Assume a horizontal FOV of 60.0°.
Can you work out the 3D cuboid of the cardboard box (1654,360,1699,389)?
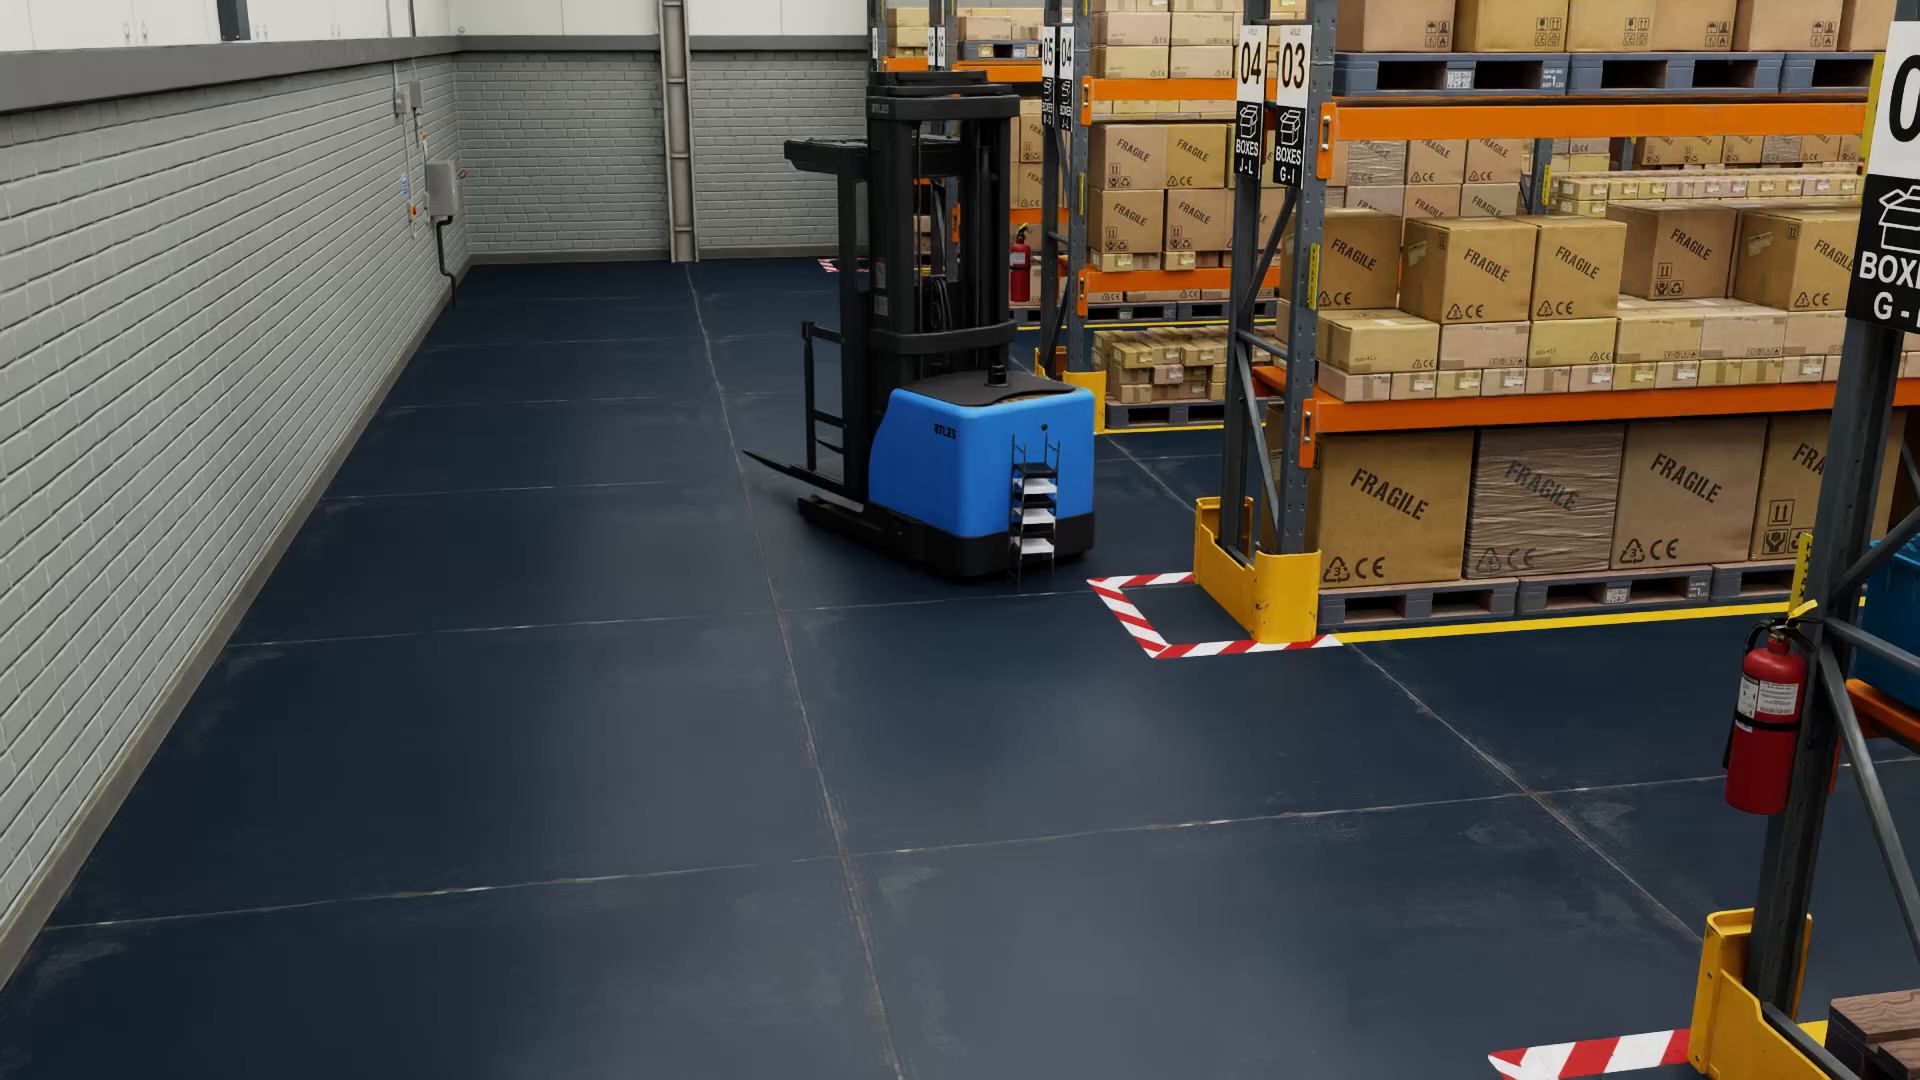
[{"bbox_3d":[3.873,-0.952,9.231,0.250,0.149,0.380,-3,17,-10],"label":"cardboard box"}]

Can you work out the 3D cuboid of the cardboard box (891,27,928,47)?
[{"bbox_3d":[-0.643,-6.784,22.431,0.500,0.250,0.500,-3,17,-11],"label":"cardboard box"}]

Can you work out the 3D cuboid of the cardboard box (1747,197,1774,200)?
[{"bbox_3d":[6.790,-2.905,14.366,0.250,0.149,0.380,-4,17,-12],"label":"cardboard box"}]

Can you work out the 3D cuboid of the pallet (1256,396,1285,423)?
[{"bbox_3d":[2.927,-1.255,14.539,1.213,0.211,1.003,-3,17,-10],"label":"pallet"}]

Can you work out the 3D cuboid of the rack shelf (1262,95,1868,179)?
[{"bbox_3d":[3.658,-2.248,9.138,4.000,0.370,1.077,-3,17,-10],"label":"rack shelf"}]

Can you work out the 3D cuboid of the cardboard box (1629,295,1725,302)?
[{"bbox_3d":[4.114,-1.332,9.790,0.500,0.250,0.500,-3,17,-9],"label":"cardboard box"}]

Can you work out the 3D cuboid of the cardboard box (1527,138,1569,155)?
[{"bbox_3d":[6.709,-4.739,19.260,0.500,0.500,0.500,-3,17,-9],"label":"cardboard box"}]

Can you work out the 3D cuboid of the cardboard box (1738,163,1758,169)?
[{"bbox_3d":[9.351,-4.474,19.983,0.250,0.149,0.380,-3,17,-8],"label":"cardboard box"}]

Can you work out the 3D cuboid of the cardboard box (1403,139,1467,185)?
[{"bbox_3d":[3.864,-3.238,13.866,0.500,0.500,0.500,-4,17,-12],"label":"cardboard box"}]

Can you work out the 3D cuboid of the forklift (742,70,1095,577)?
[{"bbox_3d":[-0.436,-1.553,10.877,1.130,2.935,3.031,-12,21,-34],"label":"forklift"}]

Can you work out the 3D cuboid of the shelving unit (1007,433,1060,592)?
[{"bbox_3d":[0.427,-0.162,9.771,0.210,0.900,0.258,-3,17,-16],"label":"shelving unit"}]

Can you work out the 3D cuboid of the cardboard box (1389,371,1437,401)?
[{"bbox_3d":[2.358,-0.866,8.949,0.250,0.149,0.380,-4,17,-11],"label":"cardboard box"}]

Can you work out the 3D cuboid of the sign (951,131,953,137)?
[{"bbox_3d":[-0.086,-4.195,17.750,0.005,0.325,0.100,-3,17,-10],"label":"sign"}]

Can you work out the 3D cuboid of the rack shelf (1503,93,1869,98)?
[{"bbox_3d":[6.744,-3.906,14.537,4.000,0.370,1.077,-3,17,-10],"label":"rack shelf"}]

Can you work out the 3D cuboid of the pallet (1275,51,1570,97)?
[{"bbox_3d":[2.421,-2.482,8.827,1.213,0.211,1.003,-3,17,-10],"label":"pallet"}]

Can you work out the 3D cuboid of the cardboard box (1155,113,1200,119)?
[{"bbox_3d":[2.334,-4.489,18.445,0.500,0.500,0.500,-3,17,-10],"label":"cardboard box"}]

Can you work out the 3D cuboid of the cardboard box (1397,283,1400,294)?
[{"bbox_3d":[5.221,-3.421,19.745,0.875,0.875,0.875,-3,17,-9],"label":"cardboard box"}]

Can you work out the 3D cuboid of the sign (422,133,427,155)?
[{"bbox_3d":[-6.165,-4.563,19.154,0.001,0.242,0.339,-3,17,-10],"label":"sign"}]

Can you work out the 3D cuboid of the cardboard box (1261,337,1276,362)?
[{"bbox_3d":[2.720,-1.614,14.086,0.250,0.149,0.380,-3,17,-10],"label":"cardboard box"}]

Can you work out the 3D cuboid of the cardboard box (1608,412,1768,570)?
[{"bbox_3d":[4.075,-0.390,9.878,0.875,0.875,0.875,-3,17,-10],"label":"cardboard box"}]

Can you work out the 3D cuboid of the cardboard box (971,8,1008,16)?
[{"bbox_3d":[0.346,-7.084,22.557,0.500,0.250,0.500,-4,17,-11],"label":"cardboard box"}]

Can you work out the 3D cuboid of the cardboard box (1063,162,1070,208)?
[{"bbox_3d":[1.335,-3.954,18.407,0.500,0.500,0.500,-3,17,-11],"label":"cardboard box"}]

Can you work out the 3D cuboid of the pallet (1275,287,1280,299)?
[{"bbox_3d":[4.485,-2.858,19.757,1.213,0.211,1.003,-3,17,-10],"label":"pallet"}]

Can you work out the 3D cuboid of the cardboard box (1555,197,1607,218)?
[{"bbox_3d":[5.254,-2.817,14.080,0.250,0.149,0.380,-3,17,-10],"label":"cardboard box"}]

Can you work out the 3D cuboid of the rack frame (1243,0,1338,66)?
[{"bbox_3d":[1.695,-3.914,8.229,0.127,3.000,1.000,-3,17,-10],"label":"rack frame"}]

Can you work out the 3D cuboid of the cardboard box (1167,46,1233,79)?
[{"bbox_3d":[1.860,-3.823,13.298,0.500,0.250,0.500,-3,17,-9],"label":"cardboard box"}]

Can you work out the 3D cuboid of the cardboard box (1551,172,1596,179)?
[{"bbox_3d":[5.401,-3.164,14.702,0.250,0.149,0.380,-4,17,-12],"label":"cardboard box"}]

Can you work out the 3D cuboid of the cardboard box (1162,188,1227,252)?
[{"bbox_3d":[1.867,-2.654,13.668,0.500,0.500,0.500,-3,17,-10],"label":"cardboard box"}]

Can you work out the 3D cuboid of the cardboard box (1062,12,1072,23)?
[{"bbox_3d":[1.294,-5.612,18.132,0.500,0.311,0.500,-3,17,-9],"label":"cardboard box"}]

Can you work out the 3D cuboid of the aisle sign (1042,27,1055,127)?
[{"bbox_3d":[0.724,-3.807,13.670,0.004,0.787,0.394,-3,17,-10],"label":"aisle sign"}]

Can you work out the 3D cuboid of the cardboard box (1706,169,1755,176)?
[{"bbox_3d":[6.927,-3.249,14.980,0.250,0.149,0.380,-3,17,-9],"label":"cardboard box"}]

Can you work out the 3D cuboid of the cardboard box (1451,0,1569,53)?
[{"bbox_3d":[2.770,-2.818,8.712,0.500,0.500,0.700,-4,17,-12],"label":"cardboard box"}]

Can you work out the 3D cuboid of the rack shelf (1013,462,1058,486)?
[{"bbox_3d":[0.434,-0.389,9.705,0.200,0.077,0.258,-3,17,-16],"label":"rack shelf"}]

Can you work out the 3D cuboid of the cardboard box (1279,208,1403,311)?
[{"bbox_3d":[2.123,-1.578,9.313,0.500,0.500,0.500,-3,17,-10],"label":"cardboard box"}]

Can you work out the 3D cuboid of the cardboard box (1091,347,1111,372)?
[{"bbox_3d":[1.317,-1.574,14.460,0.250,0.149,0.380,-4,17,-12],"label":"cardboard box"}]

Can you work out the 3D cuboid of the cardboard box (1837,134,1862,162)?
[{"bbox_3d":[10.700,-4.843,20.077,0.500,0.500,0.500,-3,17,-10],"label":"cardboard box"}]

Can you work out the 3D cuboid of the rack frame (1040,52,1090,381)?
[{"bbox_3d":[0.853,-2.482,13.783,0.127,3.000,1.000,-3,17,-10],"label":"rack frame"}]

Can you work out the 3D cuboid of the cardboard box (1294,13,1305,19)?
[{"bbox_3d":[2.840,-4.115,13.397,0.500,0.250,0.500,-4,18,-13],"label":"cardboard box"}]

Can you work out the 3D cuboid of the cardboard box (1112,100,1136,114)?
[{"bbox_3d":[1.747,-4.753,18.201,0.250,0.149,0.380,-4,17,-12],"label":"cardboard box"}]

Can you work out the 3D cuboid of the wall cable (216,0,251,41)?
[{"bbox_3d":[-4.511,-6.131,9.966,0.120,5.999,2.277,-3,17,-10],"label":"wall cable"}]

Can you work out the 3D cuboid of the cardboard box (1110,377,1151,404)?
[{"bbox_3d":[1.428,-1.257,13.935,0.250,0.149,0.380,-3,17,-9],"label":"cardboard box"}]

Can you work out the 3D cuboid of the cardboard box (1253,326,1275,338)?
[{"bbox_3d":[2.612,-1.765,14.577,0.250,0.149,0.380,-4,17,-12],"label":"cardboard box"}]

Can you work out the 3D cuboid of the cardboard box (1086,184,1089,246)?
[{"bbox_3d":[1.245,-2.771,14.048,0.500,0.500,0.500,-3,17,-9],"label":"cardboard box"}]

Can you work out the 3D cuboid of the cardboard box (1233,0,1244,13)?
[{"bbox_3d":[2.220,-4.287,13.278,0.250,0.149,0.380,-3,17,-9],"label":"cardboard box"}]

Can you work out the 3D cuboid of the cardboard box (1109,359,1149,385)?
[{"bbox_3d":[1.416,-1.417,13.951,0.250,0.149,0.380,-3,17,-8],"label":"cardboard box"}]

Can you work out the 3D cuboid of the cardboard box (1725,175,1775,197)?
[{"bbox_3d":[6.788,-3.047,14.324,0.250,0.149,0.380,-3,17,-9],"label":"cardboard box"}]

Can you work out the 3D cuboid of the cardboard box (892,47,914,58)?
[{"bbox_3d":[-0.773,-6.598,22.505,0.250,0.149,0.380,-3,17,-9],"label":"cardboard box"}]

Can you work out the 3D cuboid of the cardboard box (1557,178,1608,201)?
[{"bbox_3d":[5.254,-2.959,14.036,0.250,0.149,0.380,-2,17,-8],"label":"cardboard box"}]

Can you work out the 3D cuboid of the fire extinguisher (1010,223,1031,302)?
[{"bbox_3d":[0.518,-2.386,14.237,0.183,0.674,0.296,-3,17,-10],"label":"fire extinguisher"}]

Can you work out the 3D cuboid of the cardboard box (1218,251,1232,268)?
[{"bbox_3d":[2.249,-2.373,13.857,0.250,0.149,0.380,-3,17,-11],"label":"cardboard box"}]

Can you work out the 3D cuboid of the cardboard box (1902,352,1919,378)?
[{"bbox_3d":[5.385,-1.038,9.509,0.250,0.149,0.380,-3,17,-10],"label":"cardboard box"}]

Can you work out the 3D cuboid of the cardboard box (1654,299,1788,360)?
[{"bbox_3d":[4.230,-1.181,9.298,0.500,0.250,0.500,-3,17,-9],"label":"cardboard box"}]

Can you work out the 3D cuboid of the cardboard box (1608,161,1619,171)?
[{"bbox_3d":[7.947,-4.516,20.117,0.250,0.149,0.380,-3,17,-8],"label":"cardboard box"}]
